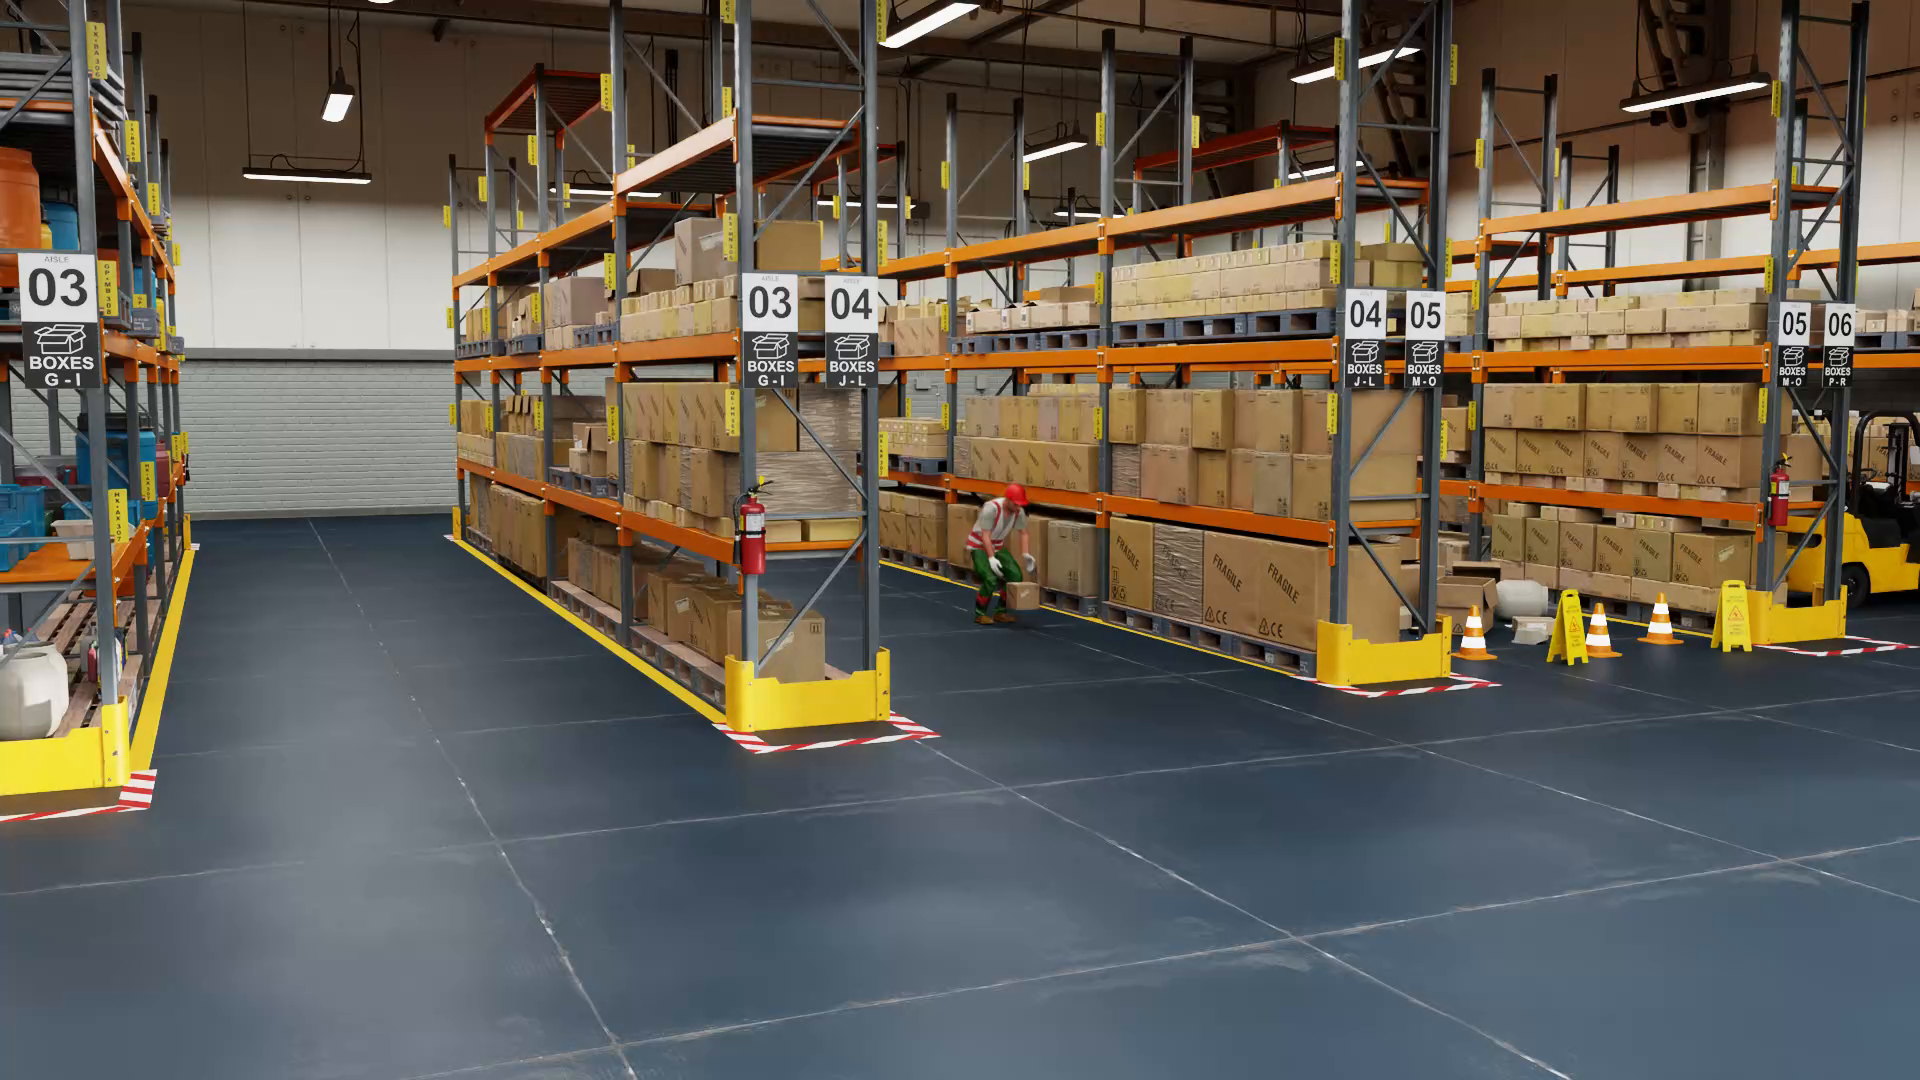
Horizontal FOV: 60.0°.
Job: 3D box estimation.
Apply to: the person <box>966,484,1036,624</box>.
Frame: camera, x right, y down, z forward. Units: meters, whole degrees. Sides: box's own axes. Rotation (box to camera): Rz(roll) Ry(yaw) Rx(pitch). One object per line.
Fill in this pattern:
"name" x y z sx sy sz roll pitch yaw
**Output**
"person" 0.419 0.134 17.002 0.583 1.443 0.749 -4 7 -35
